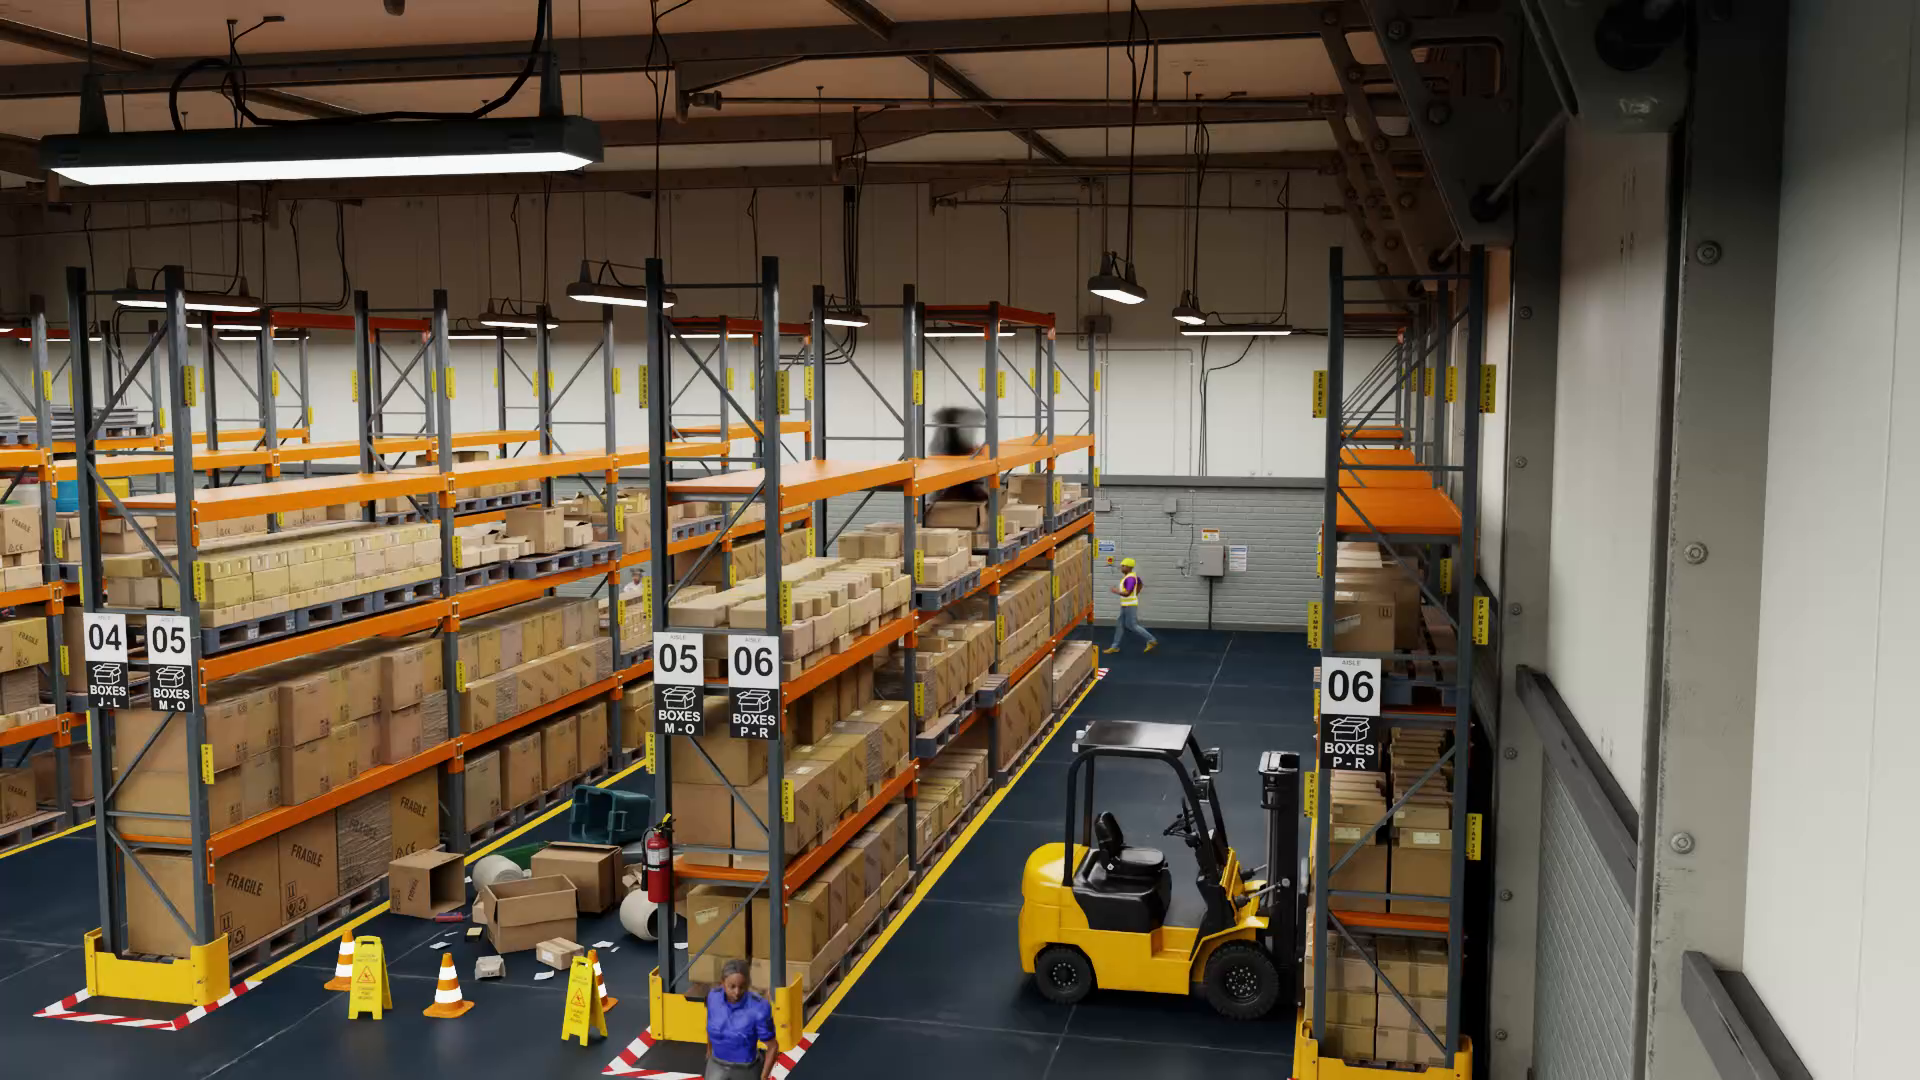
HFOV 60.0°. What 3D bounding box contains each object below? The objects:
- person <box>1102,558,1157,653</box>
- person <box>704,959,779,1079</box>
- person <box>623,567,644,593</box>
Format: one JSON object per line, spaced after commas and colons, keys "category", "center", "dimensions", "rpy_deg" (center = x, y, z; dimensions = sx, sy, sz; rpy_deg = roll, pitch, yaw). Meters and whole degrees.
{"category": "person", "center": [3.091, 1.201, 30.204], "dimensions": [0.992, 1.754, 0.714], "rpy_deg": [0, 6, 3]}
{"category": "person", "center": [-1.365, 3.325, 10.368], "dimensions": [0.556, 1.609, 0.781], "rpy_deg": [1, 6, 8]}
{"category": "person", "center": [-5.708, 1.340, 29.528], "dimensions": [0.564, 1.745, 0.831], "rpy_deg": [1, 6, 10]}
